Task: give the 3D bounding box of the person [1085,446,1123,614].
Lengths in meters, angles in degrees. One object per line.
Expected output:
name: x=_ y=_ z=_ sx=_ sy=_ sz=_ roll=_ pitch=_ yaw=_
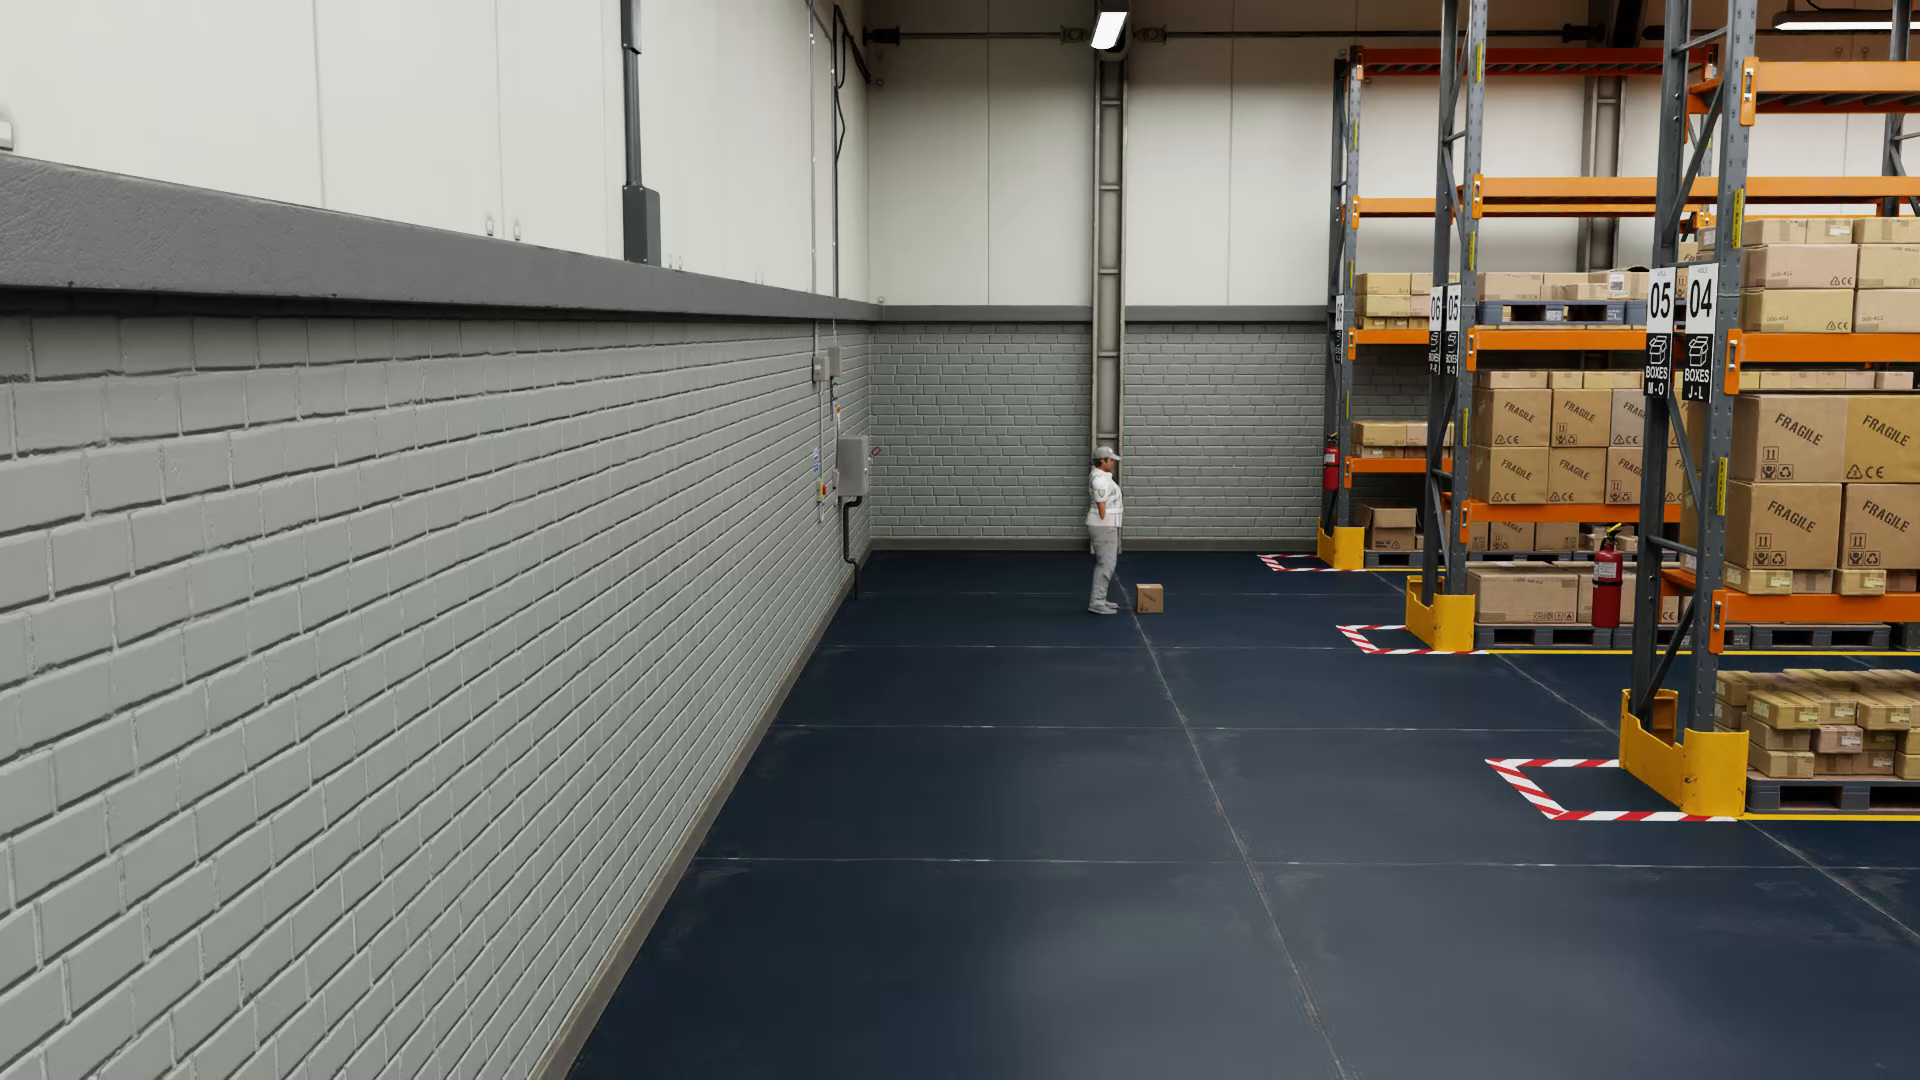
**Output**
person: x=1.447 y=-0.106 z=16.680 sx=0.389 sy=1.671 sz=0.468 roll=0 pitch=7 yaw=3
